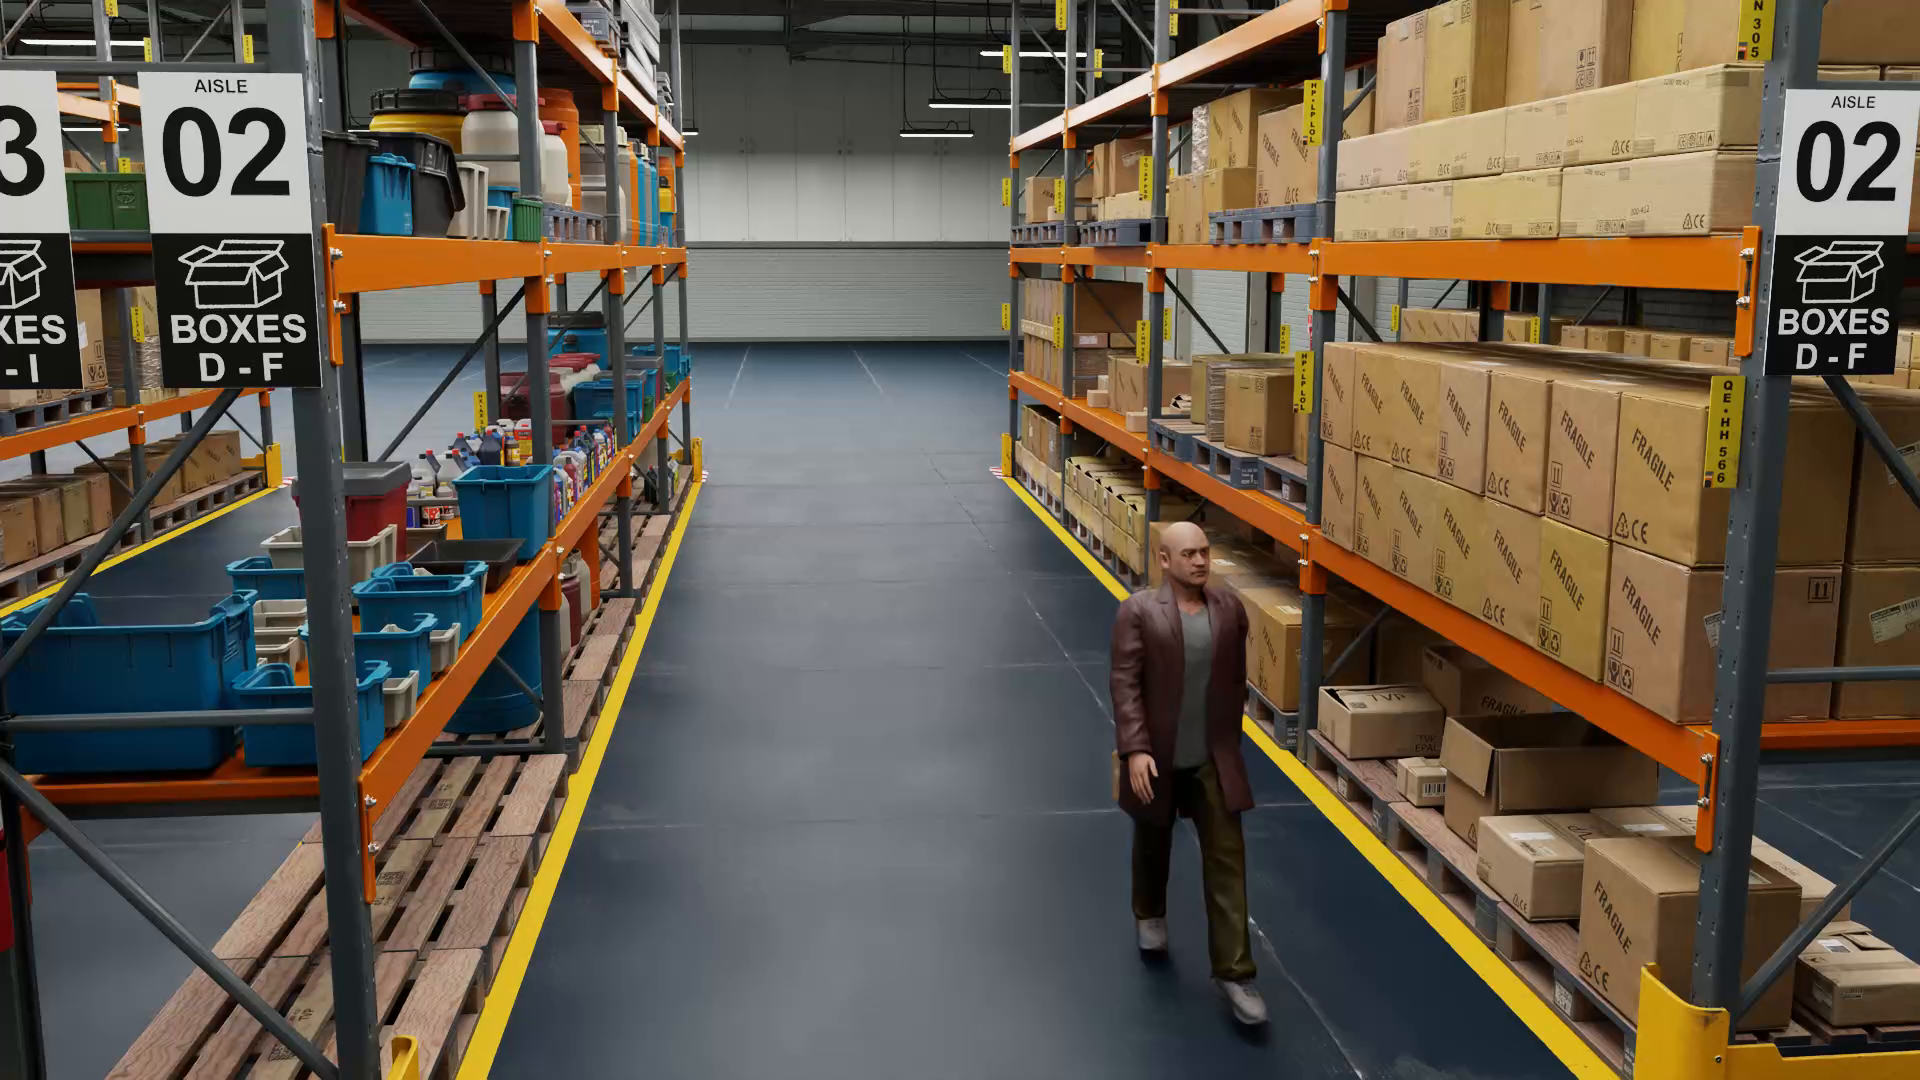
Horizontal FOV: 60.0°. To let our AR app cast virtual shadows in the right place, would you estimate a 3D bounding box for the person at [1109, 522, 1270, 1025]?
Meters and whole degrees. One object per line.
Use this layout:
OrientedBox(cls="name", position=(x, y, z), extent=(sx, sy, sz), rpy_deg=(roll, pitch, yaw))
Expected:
OrientedBox(cls="person", position=(0.842, 0.808, 6.186), extent=(0.569, 1.727, 1.066), rpy_deg=(-1, 10, -5))
